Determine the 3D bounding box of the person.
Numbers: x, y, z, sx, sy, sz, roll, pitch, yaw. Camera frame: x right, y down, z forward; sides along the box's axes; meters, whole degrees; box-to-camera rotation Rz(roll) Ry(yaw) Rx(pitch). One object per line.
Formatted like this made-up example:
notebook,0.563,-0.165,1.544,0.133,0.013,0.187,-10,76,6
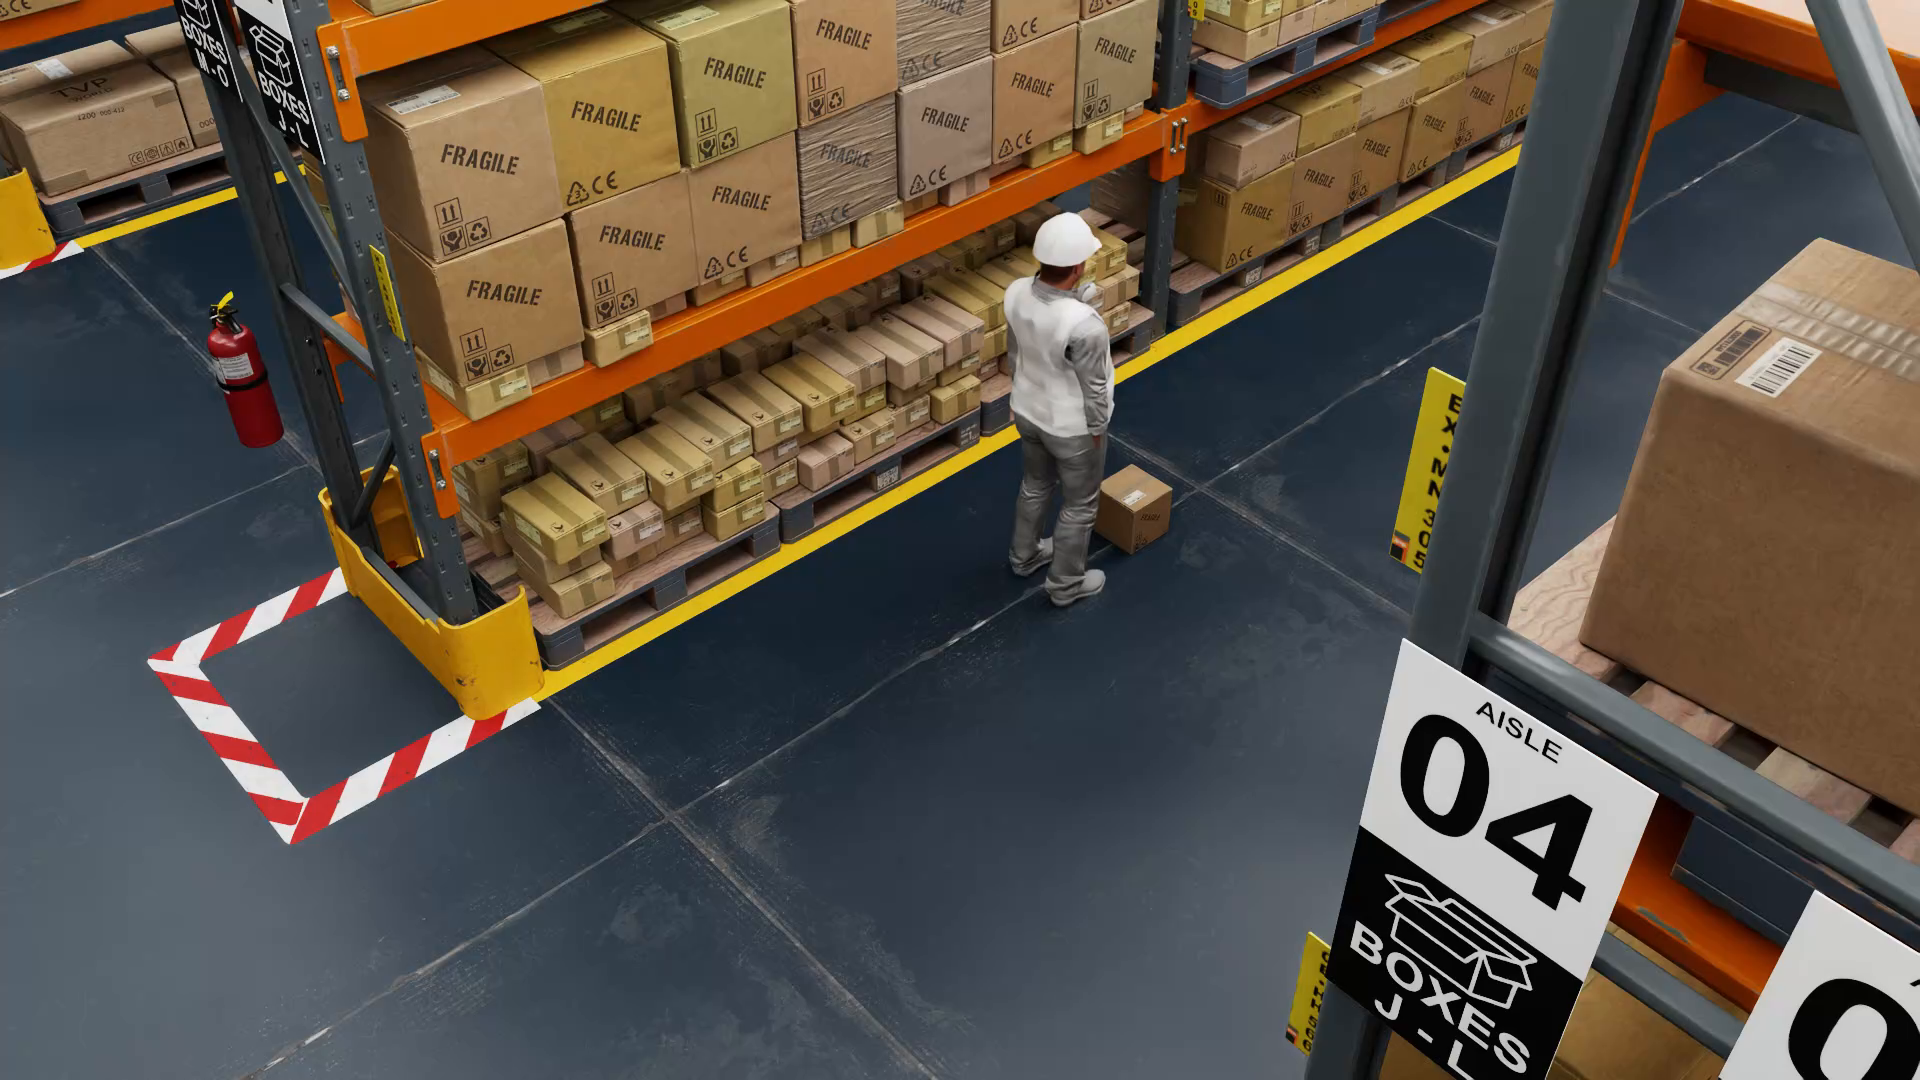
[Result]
person,0.401,-0.527,6.787,0.359,1.775,0.533,-29,48,-31
